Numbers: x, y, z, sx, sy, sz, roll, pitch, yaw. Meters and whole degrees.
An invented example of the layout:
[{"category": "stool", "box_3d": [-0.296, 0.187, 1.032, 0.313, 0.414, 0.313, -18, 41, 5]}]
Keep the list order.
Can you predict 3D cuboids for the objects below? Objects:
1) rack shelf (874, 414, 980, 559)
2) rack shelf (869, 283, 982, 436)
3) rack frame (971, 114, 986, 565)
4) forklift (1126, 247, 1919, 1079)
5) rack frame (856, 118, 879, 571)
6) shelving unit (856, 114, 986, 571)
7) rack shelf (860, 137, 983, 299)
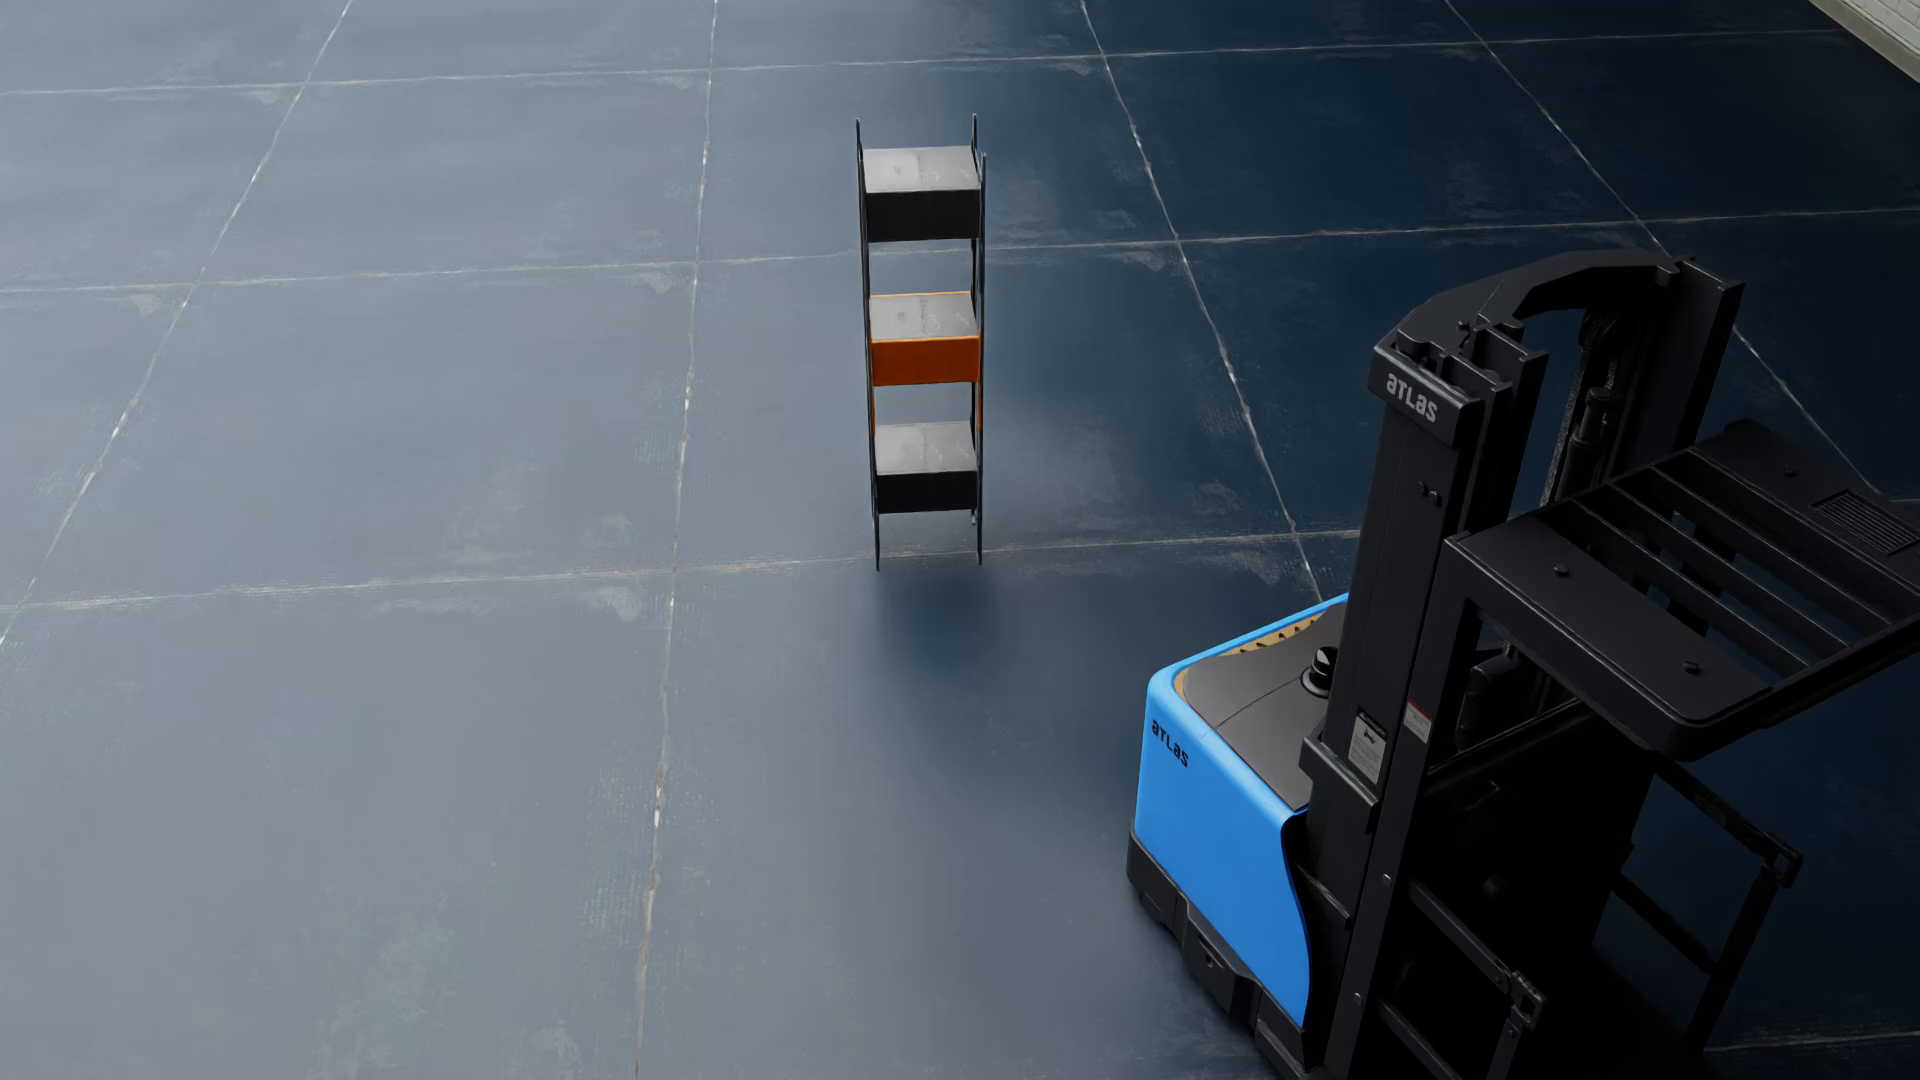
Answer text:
[{"category": "rack shelf", "box_3d": [-0.165, -0.255, 7.852, 0.480, 0.518, 0.431, -3, 38, -4]}, {"category": "rack shelf", "box_3d": [-0.165, -0.805, 7.419, 0.480, 0.518, 0.431, -3, 38, -4]}, {"category": "rack frame", "box_3d": [0.078, -0.829, 7.427, 0.015, 2.100, 0.400, -3, 38, -4]}, {"category": "forklift", "box_3d": [1.802, 0.802, 4.690, 1.130, 2.935, 3.031, -20, 42, -23]}, {"category": "rack frame", "box_3d": [-0.408, -0.802, 7.393, 0.015, 2.100, 0.400, -3, 38, -4]}, {"category": "shelving unit", "box_3d": [-0.165, -0.815, 7.410, 0.503, 2.100, 0.431, -3, 38, -4]}, {"category": "rack shelf", "box_3d": [-0.165, -1.354, 6.985, 0.480, 0.518, 0.431, -3, 38, -4]}]
